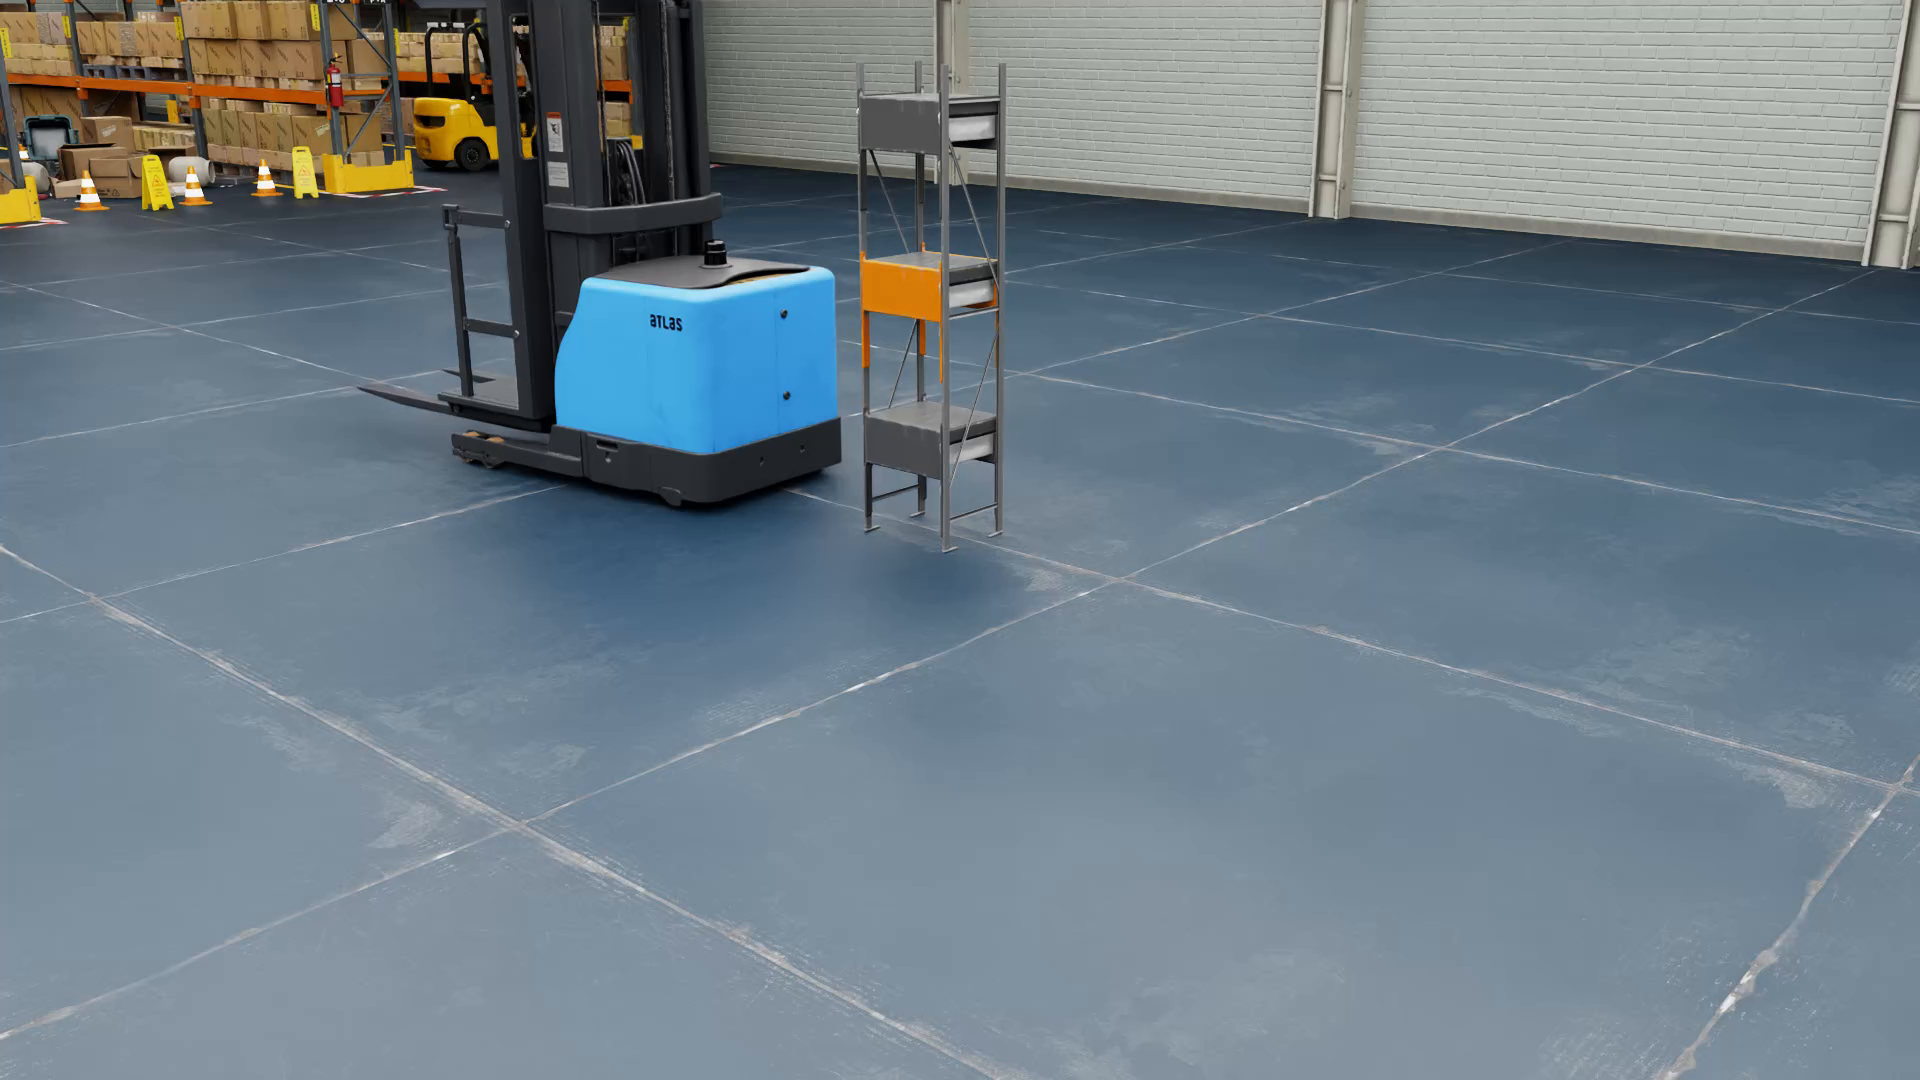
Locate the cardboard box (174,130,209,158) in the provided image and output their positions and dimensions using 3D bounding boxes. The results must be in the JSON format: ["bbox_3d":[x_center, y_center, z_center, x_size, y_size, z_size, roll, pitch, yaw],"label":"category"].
[{"bbox_3d":[-11.363,-6.051,25.369,0.625,0.372,0.950,15,23,40],"label":"cardboard box"}]

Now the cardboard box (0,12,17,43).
[{"bbox_3d":[-16.042,-8.778,28.496,0.500,0.500,0.500,14,23,38],"label":"cardboard box"}]

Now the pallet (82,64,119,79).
[{"bbox_3d":[-13.358,-7.591,26.890,1.003,0.211,1.213,15,23,39],"label":"pallet"}]

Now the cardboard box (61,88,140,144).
[{"bbox_3d":[-14.423,-7.147,27.990,0.875,0.875,0.875,15,23,39],"label":"cardboard box"}]

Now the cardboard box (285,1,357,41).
[{"bbox_3d":[-8.505,-6.915,22.131,0.500,0.500,0.700,14,23,38],"label":"cardboard box"}]

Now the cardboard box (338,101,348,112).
[{"bbox_3d":[-11.496,-8.073,31.530,0.500,0.500,0.500,15,23,38],"label":"cardboard box"}]

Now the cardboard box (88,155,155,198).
[{"bbox_3d":[-10.972,-4.785,21.858,0.637,0.503,0.797,0,18,2],"label":"cardboard box"}]

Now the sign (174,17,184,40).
[{"bbox_3d":[-11.335,-7.424,24.132,0.005,0.325,0.100,15,23,39],"label":"sign"}]

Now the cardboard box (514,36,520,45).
[{"bbox_3d":[-7.070,-8.192,27.227,0.250,0.149,0.380,16,23,40],"label":"cardboard box"}]

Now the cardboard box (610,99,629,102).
[{"bbox_3d":[-5.296,-6.924,26.669,0.500,0.250,0.500,15,23,39],"label":"cardboard box"}]

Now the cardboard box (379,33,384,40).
[{"bbox_3d":[-10.217,-9.053,29.940,0.250,0.149,0.380,16,24,41],"label":"cardboard box"}]

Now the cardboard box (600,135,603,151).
[{"bbox_3d":[-5.613,-6.334,26.461,0.500,0.250,0.500,15,23,39],"label":"cardboard box"}]

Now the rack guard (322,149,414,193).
[{"bbox_3d":[-8.035,-5.019,22.601,0.348,0.500,1.175,15,23,39],"label":"rack guard"}]

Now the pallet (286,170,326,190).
[{"bbox_3d":[-8.619,-5.053,23.183,1.213,0.211,1.003,15,23,39],"label":"pallet"}]

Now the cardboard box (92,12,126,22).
[{"bbox_3d":[-14.168,-8.480,27.556,0.500,0.500,0.500,14,22,37],"label":"cardboard box"}]

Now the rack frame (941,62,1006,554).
[{"bbox_3d":[0.059,-0.985,7.244,0.015,2.100,0.400,15,23,39],"label":"rack frame"}]

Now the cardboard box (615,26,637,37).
[{"bbox_3d":[-5.094,-7.842,25.634,0.250,0.149,0.380,15,23,39],"label":"cardboard box"}]

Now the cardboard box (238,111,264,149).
[{"bbox_3d":[-9.913,-5.857,23.719,0.500,0.500,0.500,17,24,42],"label":"cardboard box"}]

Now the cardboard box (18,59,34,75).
[{"bbox_3d":[-15.671,-8.073,28.338,0.500,0.250,0.500,15,23,38],"label":"cardboard box"}]

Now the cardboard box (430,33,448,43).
[{"bbox_3d":[-9.056,-8.747,28.978,0.250,0.149,0.380,15,23,40],"label":"cardboard box"}]

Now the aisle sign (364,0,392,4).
[{"bbox_3d":[-7.726,-7.492,21.963,0.004,0.787,0.394,15,23,39],"label":"aisle sign"}]

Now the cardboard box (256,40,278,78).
[{"bbox_3d":[-9.310,-6.634,22.900,0.500,0.500,0.500,15,23,39],"label":"cardboard box"}]

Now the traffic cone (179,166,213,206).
[{"bbox_3d":[-9.638,-4.461,20.904,0.334,0.463,0.336,15,23,39],"label":"traffic cone"}]

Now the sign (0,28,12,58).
[{"bbox_3d":[-10.815,-5.630,18.831,0.005,0.325,0.100,15,23,39],"label":"sign"}]

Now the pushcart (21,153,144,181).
[{"bbox_3d":[-12.446,-5.223,23.445,0.936,0.377,1.648,7,19,21],"label":"pushcart"}]

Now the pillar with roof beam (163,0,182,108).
[{"bbox_3d":[-20.929,-13.162,34.210,0.400,9.000,9.100,15,23,39],"label":"pillar with roof beam"}]

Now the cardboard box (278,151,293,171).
[{"bbox_3d":[-9.143,-5.292,23.180,0.500,0.250,0.500,15,23,39],"label":"cardboard box"}]

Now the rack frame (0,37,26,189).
[{"bbox_3d":[-11.188,-5.055,18.582,0.127,3.000,1.000,15,23,39],"label":"rack frame"}]

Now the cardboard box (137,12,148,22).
[{"bbox_3d":[-12.210,-7.924,25.198,0.250,0.149,0.380,14,22,37],"label":"cardboard box"}]

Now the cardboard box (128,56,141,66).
[{"bbox_3d":[-12.665,-7.439,25.815,0.250,0.149,0.380,16,24,41],"label":"cardboard box"}]

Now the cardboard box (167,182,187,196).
[{"bbox_3d":[-10.298,-4.643,21.994,0.380,0.149,0.250,-6,18,-18],"label":"cardboard box"}]

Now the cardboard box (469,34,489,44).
[{"bbox_3d":[-8.080,-8.497,28.191,0.250,0.149,0.380,16,24,41],"label":"cardboard box"}]

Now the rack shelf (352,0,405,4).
[{"bbox_3d":[-9.174,-9.611,29.166,4.000,0.370,1.077,15,23,39],"label":"rack shelf"}]

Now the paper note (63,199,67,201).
[{"bbox_3d":[-11.490,-4.366,21.354,0.032,0.001,0.123,-6,18,-18],"label":"paper note"}]

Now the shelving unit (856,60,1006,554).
[{"bbox_3d":[-0.124,-1.034,7.399,0.503,2.100,0.431,15,23,39],"label":"shelving unit"}]

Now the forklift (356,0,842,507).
[{"bbox_3d":[-2.105,-1.891,8.724,3.031,2.935,1.130,12,21,34],"label":"forklift"}]

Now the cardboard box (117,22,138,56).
[{"bbox_3d":[-12.613,-7.738,25.685,0.500,0.500,0.500,14,22,37],"label":"cardboard box"}]

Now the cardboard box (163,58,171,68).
[{"bbox_3d":[-11.723,-7.177,24.988,0.250,0.149,0.380,14,22,38],"label":"cardboard box"}]

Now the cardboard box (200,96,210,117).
[{"bbox_3d":[-15.645,-9.216,35.130,0.500,0.500,0.700,16,24,41],"label":"cardboard box"}]

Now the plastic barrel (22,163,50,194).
[{"bbox_3d":[-12.313,-4.750,21.878,0.512,0.421,0.421,-3,18,-8],"label":"plastic barrel"}]

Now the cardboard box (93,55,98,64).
[{"bbox_3d":[-13.653,-7.710,26.669,0.250,0.149,0.380,13,22,36],"label":"cardboard box"}]

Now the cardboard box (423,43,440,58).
[{"bbox_3d":[-8.983,-8.535,28.969,0.500,0.250,0.500,16,23,40],"label":"cardboard box"}]

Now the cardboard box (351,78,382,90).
[{"bbox_3d":[-8.094,-6.191,22.575,0.250,0.149,0.380,15,23,39],"label":"cardboard box"}]

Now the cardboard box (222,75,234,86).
[{"bbox_3d":[-10.343,-6.600,23.865,0.250,0.149,0.380,16,24,41],"label":"cardboard box"}]

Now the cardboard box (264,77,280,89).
[{"bbox_3d":[-9.403,-6.343,23.056,0.250,0.149,0.380,15,23,39],"label":"cardboard box"}]

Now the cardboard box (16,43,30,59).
[{"bbox_3d":[-15.663,-8.313,28.268,0.500,0.250,0.500,14,22,38],"label":"cardboard box"}]

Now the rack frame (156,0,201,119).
[{"bbox_3d":[-16.653,-10.532,35.838,0.127,3.000,1.000,15,23,39],"label":"rack frame"}]

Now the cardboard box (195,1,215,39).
[{"bbox_3d":[-10.417,-7.420,23.722,0.500,0.500,0.700,15,23,40],"label":"cardboard box"}]

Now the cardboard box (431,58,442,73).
[{"bbox_3d":[-8.959,-8.299,29.051,0.500,0.250,0.500,15,23,40],"label":"cardboard box"}]

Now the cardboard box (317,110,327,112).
[{"bbox_3d":[-9.179,-5.878,23.786,0.500,0.500,0.500,16,23,40],"label":"cardboard box"}]

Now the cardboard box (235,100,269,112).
[{"bbox_3d":[-10.065,-6.180,23.666,0.250,0.149,0.380,17,24,42],"label":"cardboard box"}]

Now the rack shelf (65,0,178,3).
[{"bbox_3d":[-12.465,-8.487,25.625,4.000,0.370,1.077,15,23,39],"label":"rack shelf"}]
